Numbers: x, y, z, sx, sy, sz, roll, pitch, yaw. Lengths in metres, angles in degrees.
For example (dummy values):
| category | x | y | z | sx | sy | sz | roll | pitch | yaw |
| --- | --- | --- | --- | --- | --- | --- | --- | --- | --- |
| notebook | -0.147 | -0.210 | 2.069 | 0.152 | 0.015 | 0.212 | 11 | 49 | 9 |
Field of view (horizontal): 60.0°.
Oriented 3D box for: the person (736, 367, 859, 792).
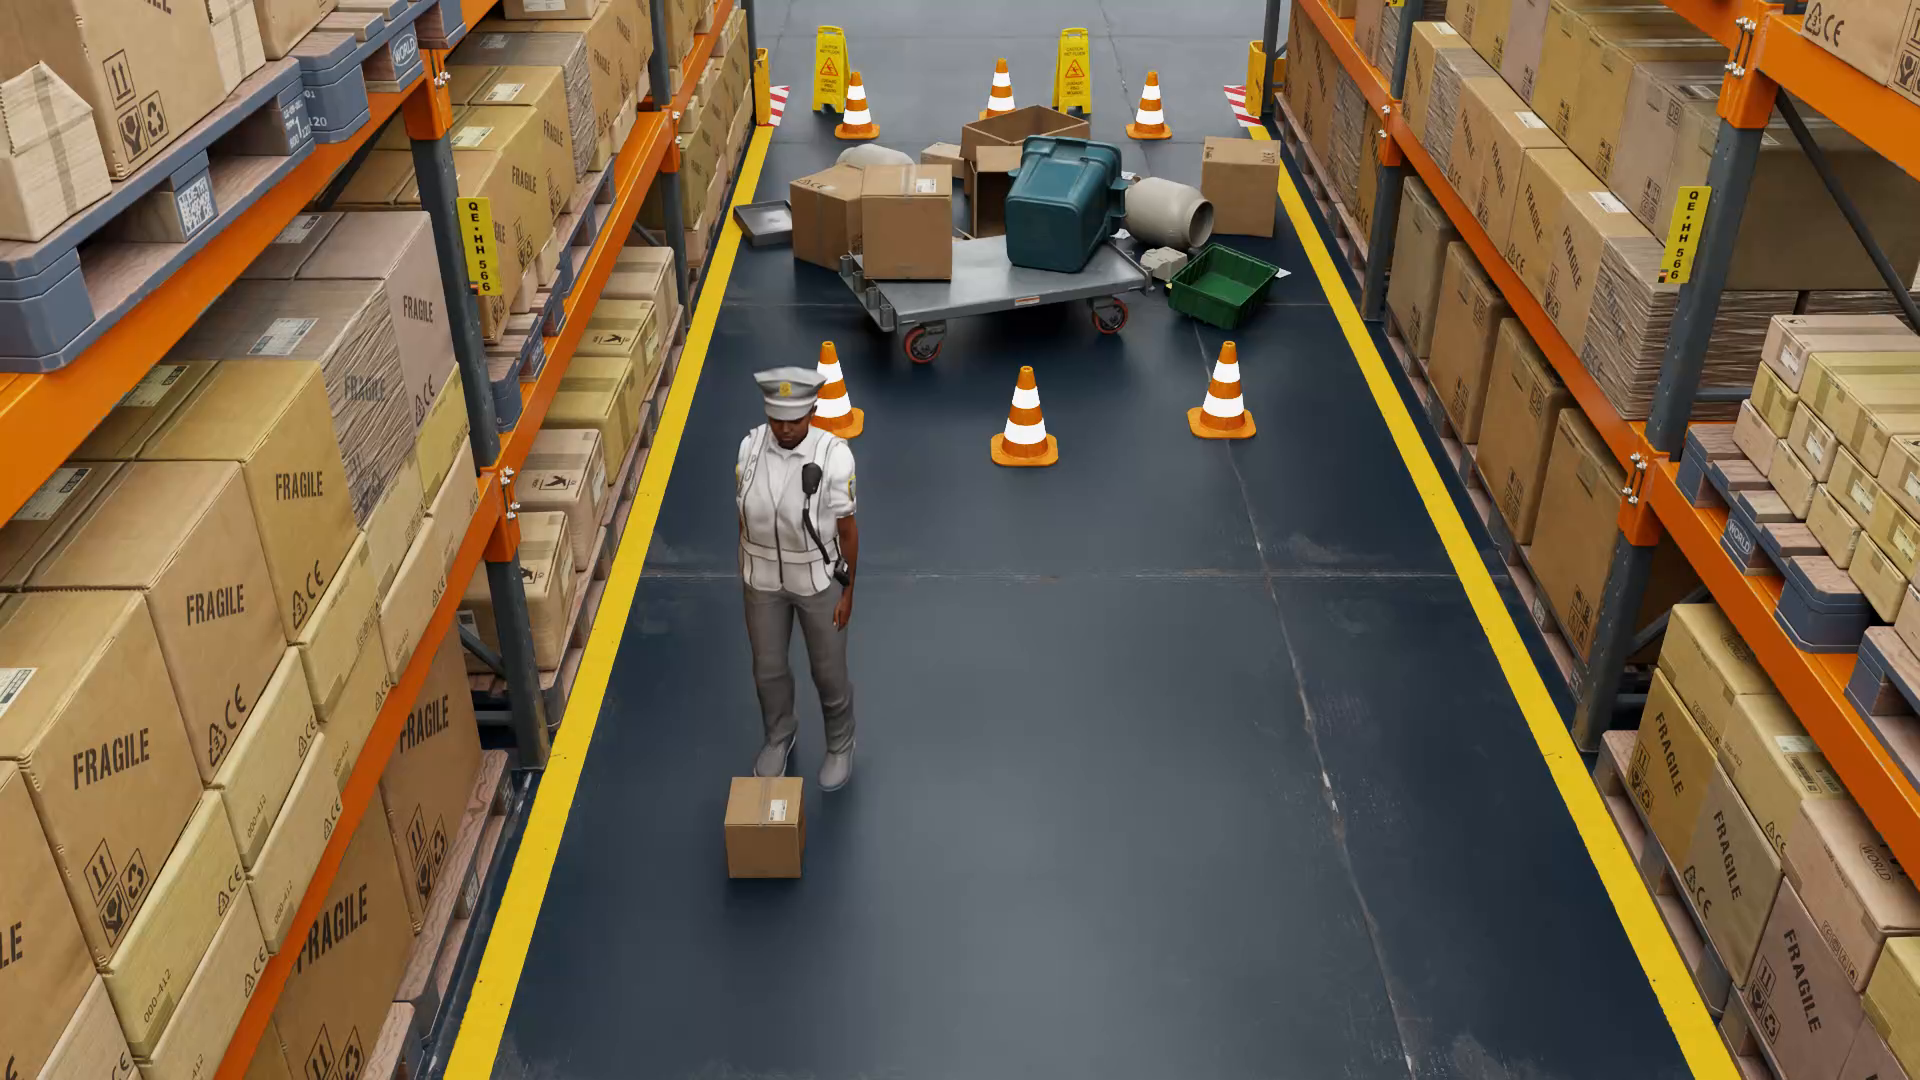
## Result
| category | x | y | z | sx | sy | sz | roll | pitch | yaw |
| --- | --- | --- | --- | --- | --- | --- | --- | --- | --- |
| person | -0.569 | 0.158 | 5.885 | 0.436 | 1.687 | 0.341 | 7 | 32 | 11 |
